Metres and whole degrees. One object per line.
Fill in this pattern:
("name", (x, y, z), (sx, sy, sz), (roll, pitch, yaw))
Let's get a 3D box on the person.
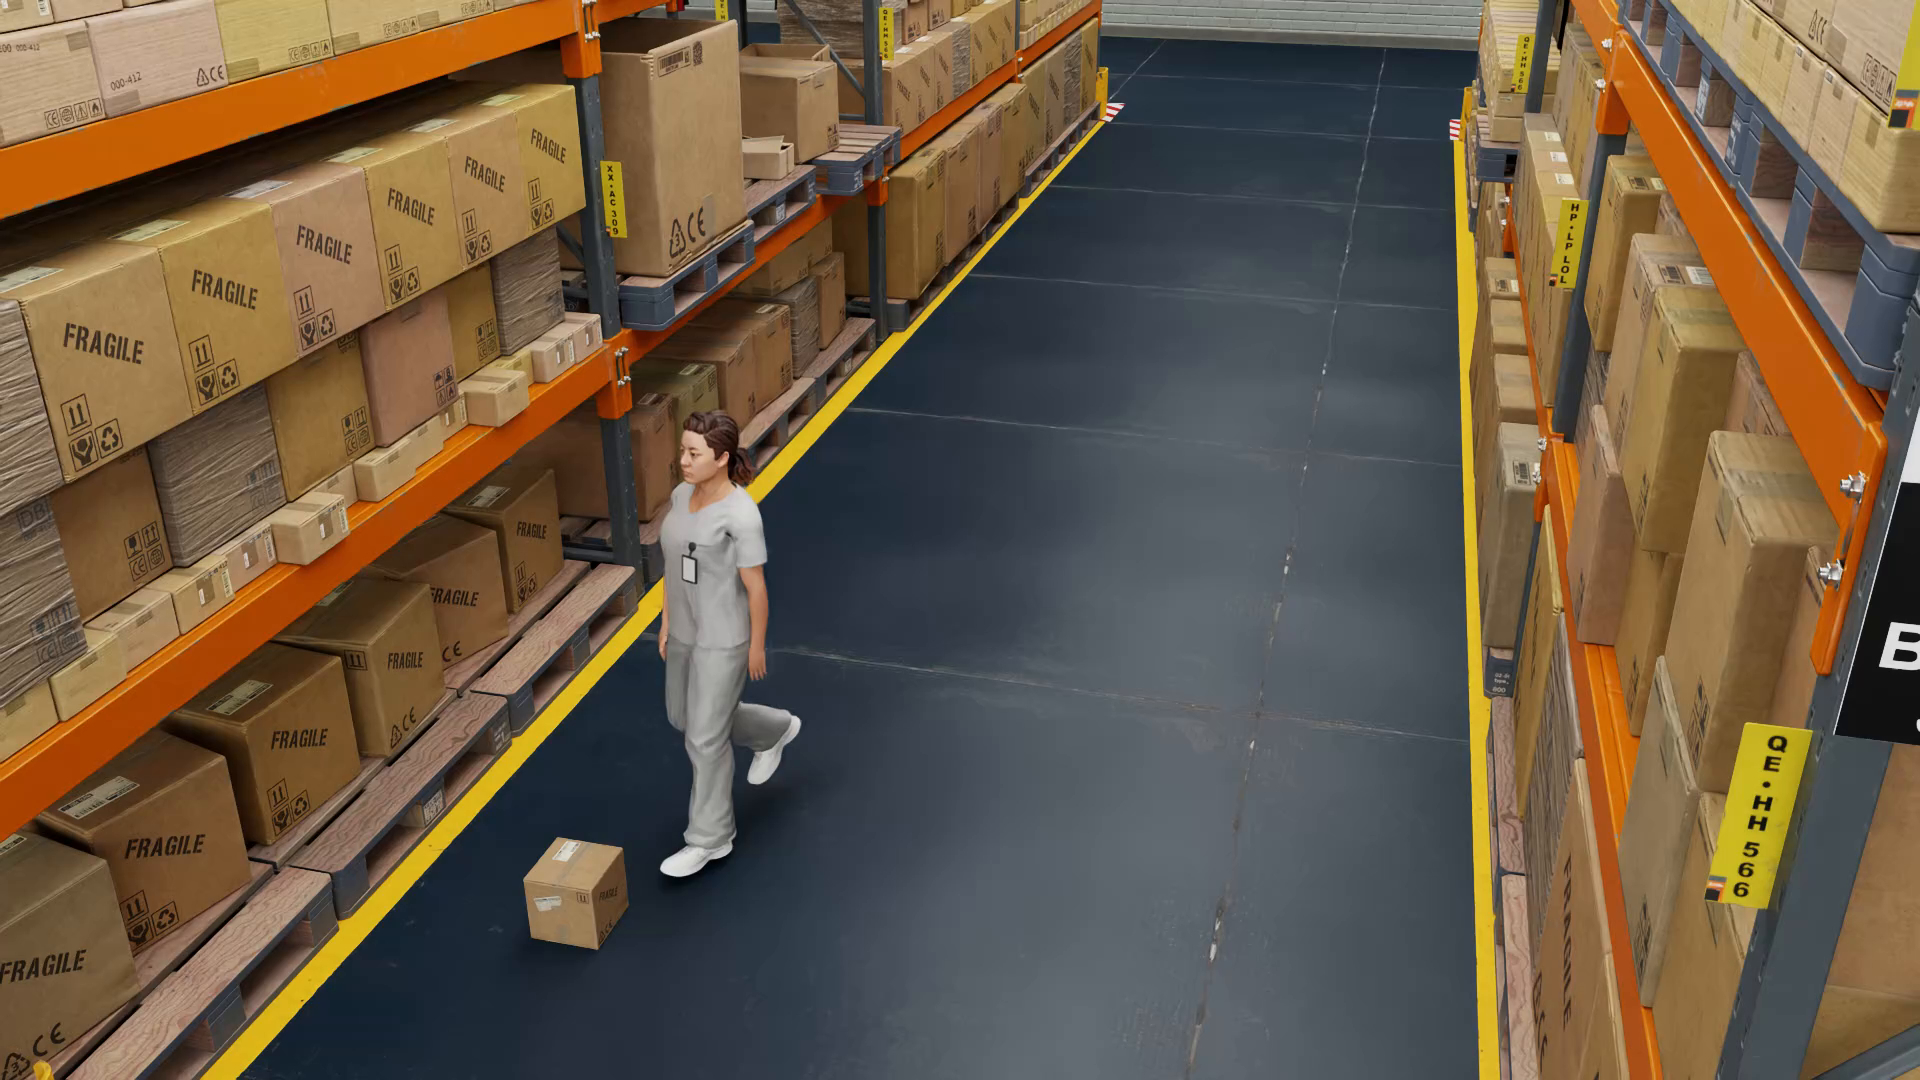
("person", (-0.863, 0.328, 5.920), (0.769, 1.646, 0.457), (-22, 33, -38))
